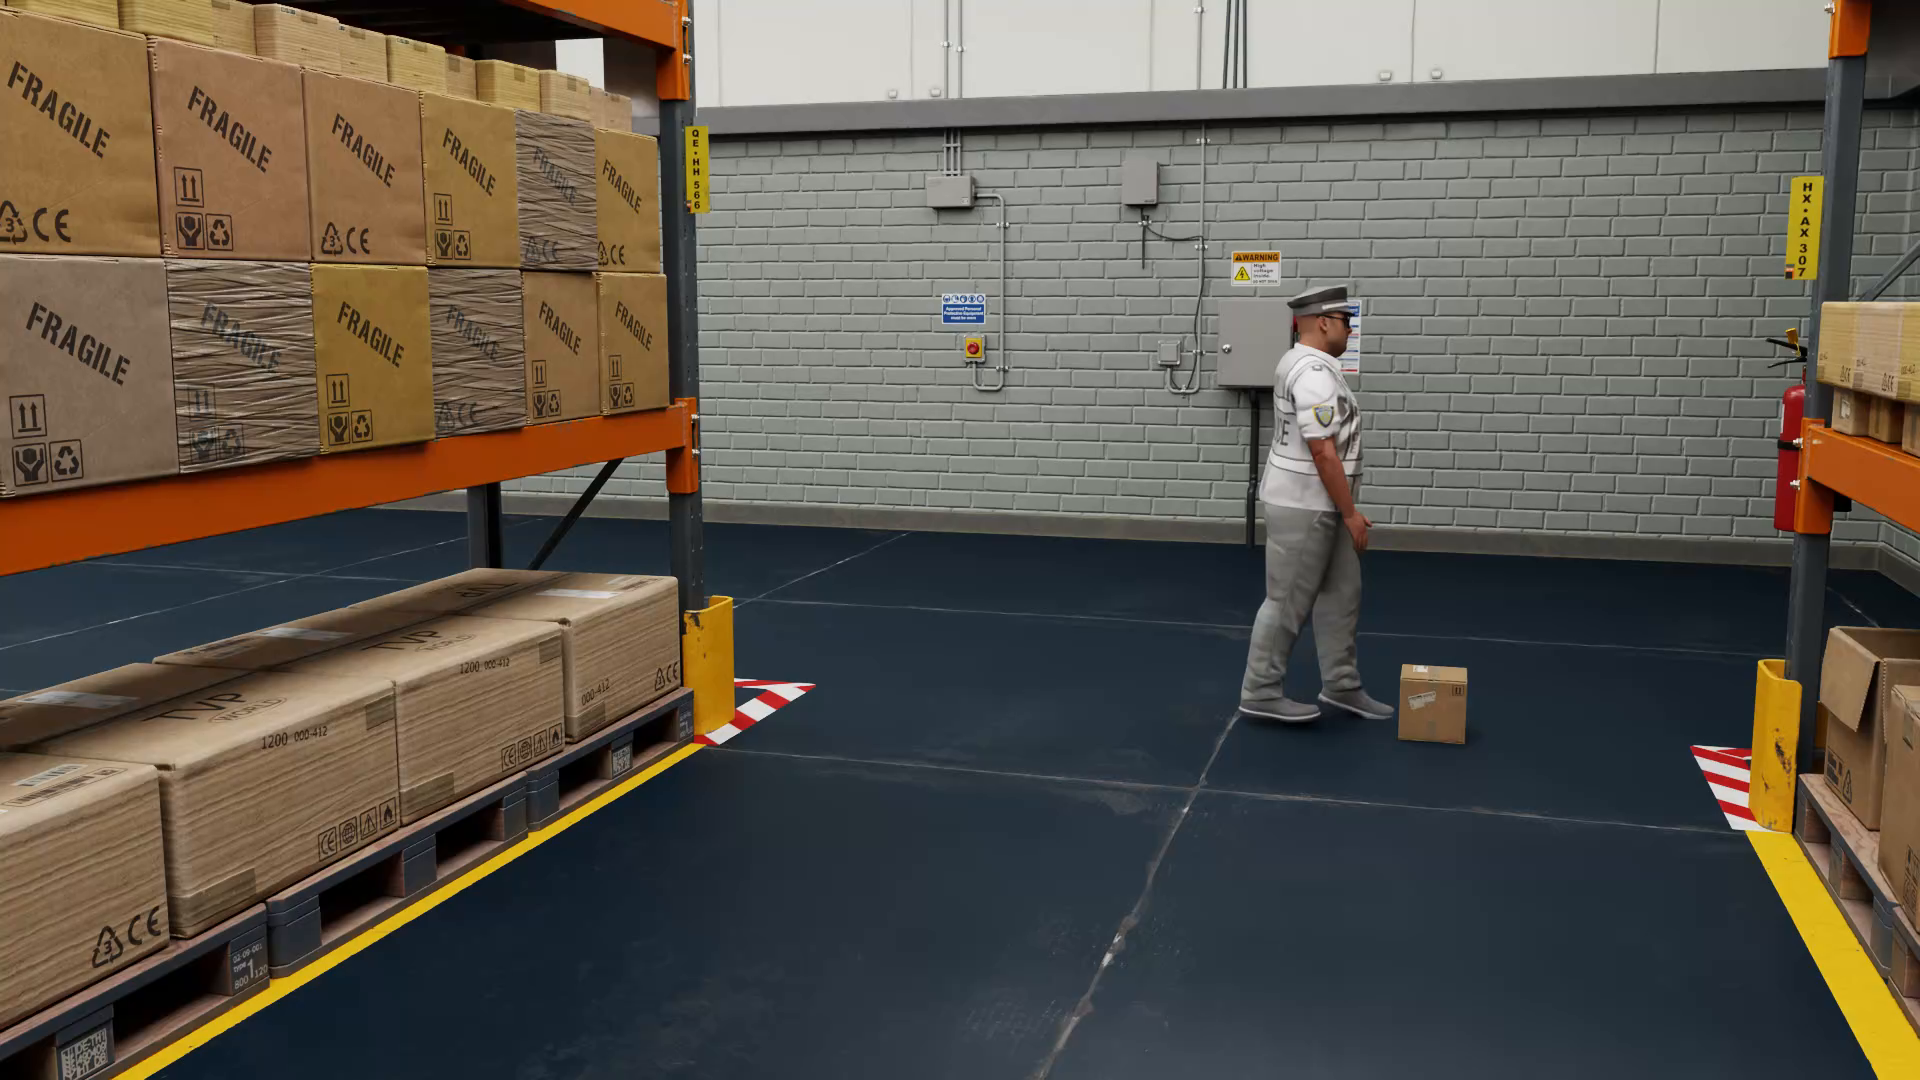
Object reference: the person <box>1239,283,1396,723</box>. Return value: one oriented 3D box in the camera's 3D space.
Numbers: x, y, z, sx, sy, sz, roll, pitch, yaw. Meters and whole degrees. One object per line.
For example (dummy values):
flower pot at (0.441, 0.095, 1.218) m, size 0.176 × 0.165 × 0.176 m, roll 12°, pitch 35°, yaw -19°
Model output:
person at (1.449, -0.117, 6.592) m, size 0.639 × 1.782 × 0.591 m, roll 1°, pitch 8°, yaw 10°
